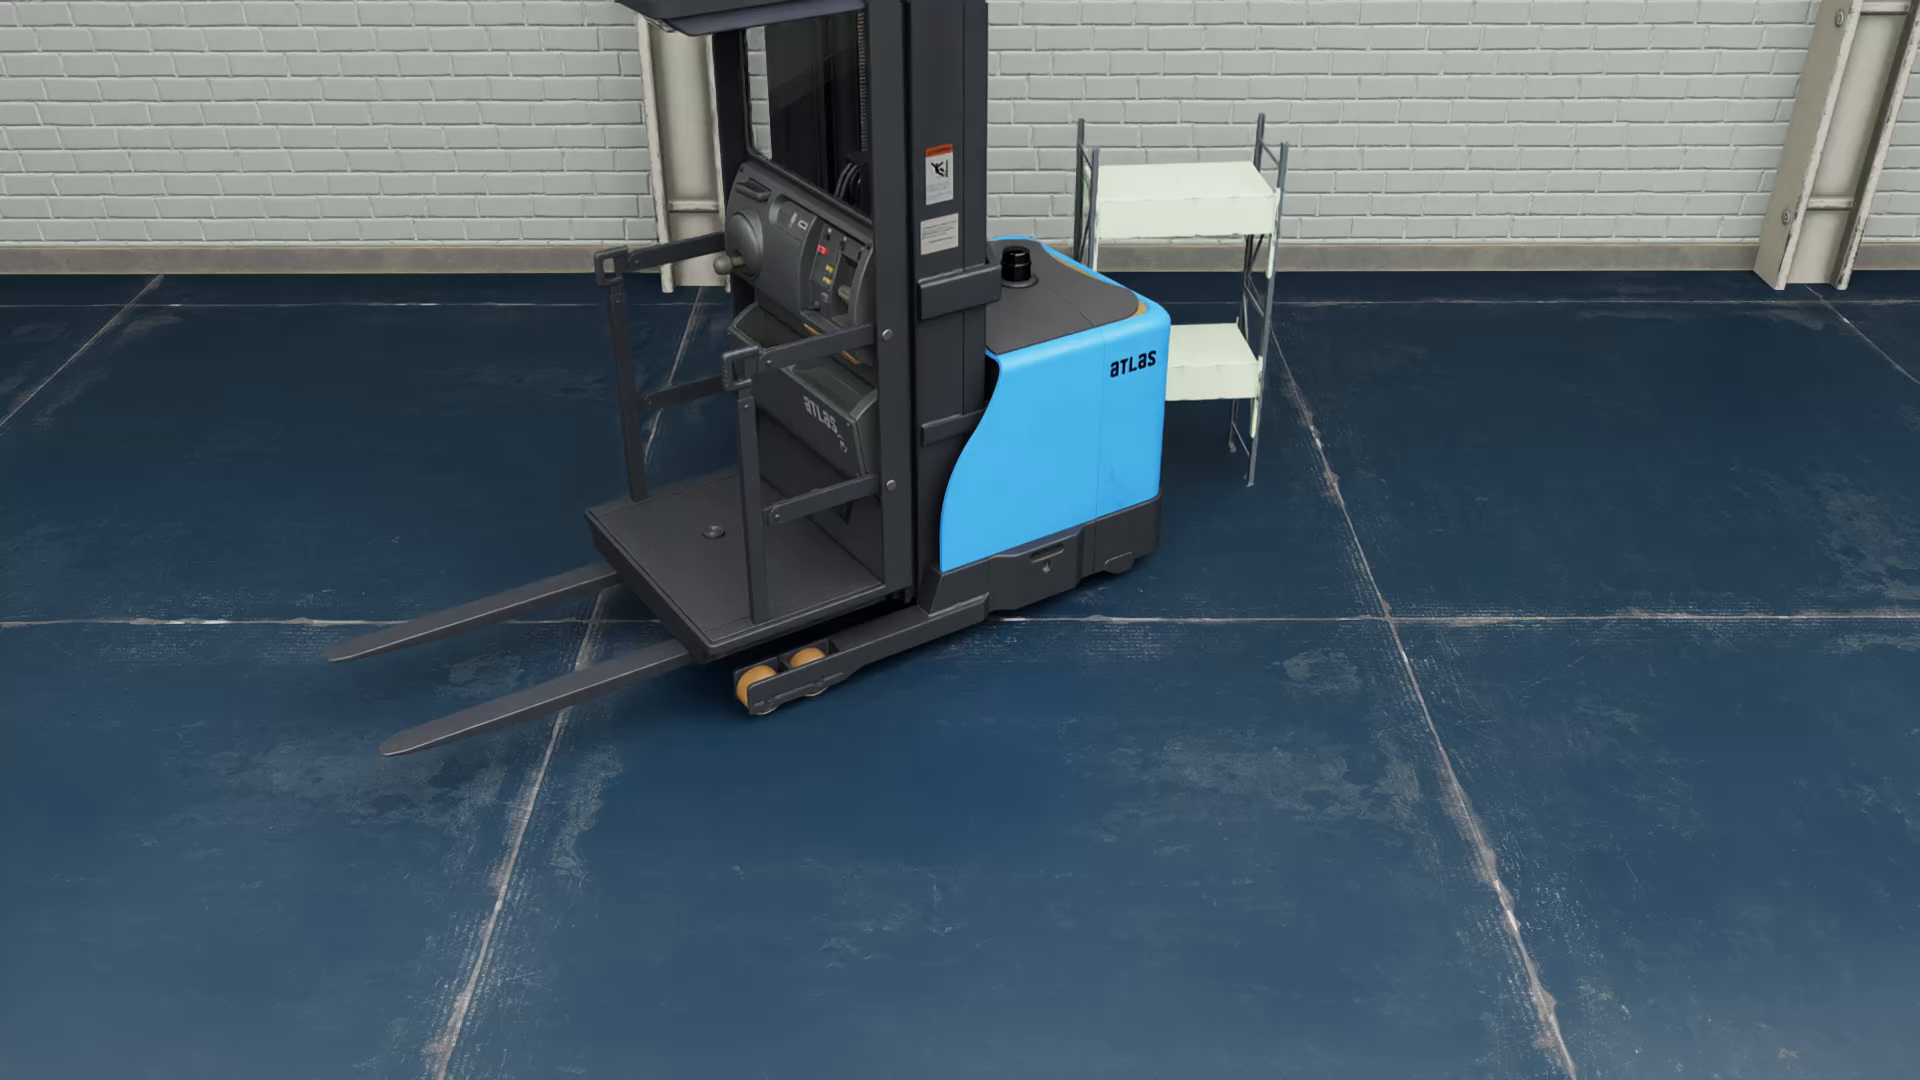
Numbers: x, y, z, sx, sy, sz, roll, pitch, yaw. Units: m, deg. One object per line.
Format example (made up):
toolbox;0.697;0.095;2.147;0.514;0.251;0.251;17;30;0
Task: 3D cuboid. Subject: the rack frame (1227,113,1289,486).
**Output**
rack frame;1.229;-0.975;6.911;0.023;1.500;0.400;-3;31;-4

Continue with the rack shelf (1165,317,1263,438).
rack shelf;0.864;-0.679;7.052;0.720;0.370;0.431;-3;31;-4

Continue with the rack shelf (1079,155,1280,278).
rack shelf;0.864;-1.292;6.680;0.720;0.370;0.431;-3;31;-4

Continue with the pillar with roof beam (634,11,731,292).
pillar with roof beam;-1.379;-3.028;3.066;0.400;9.000;9.100;0;31;0

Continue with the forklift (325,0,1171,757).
forklift;-0.724;-0.962;5.511;3.031;2.935;1.130;-19;36;-28

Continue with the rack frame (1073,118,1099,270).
rack frame;0.499;-0.941;6.855;0.023;1.500;0.400;-3;31;-4

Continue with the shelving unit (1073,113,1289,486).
shelving unit;0.864;-0.958;6.883;0.755;1.500;0.431;-3;31;-4

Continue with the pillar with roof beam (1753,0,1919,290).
pillar with roof beam;4.621;-3.047;3.097;0.400;9.000;9.100;0;31;0
